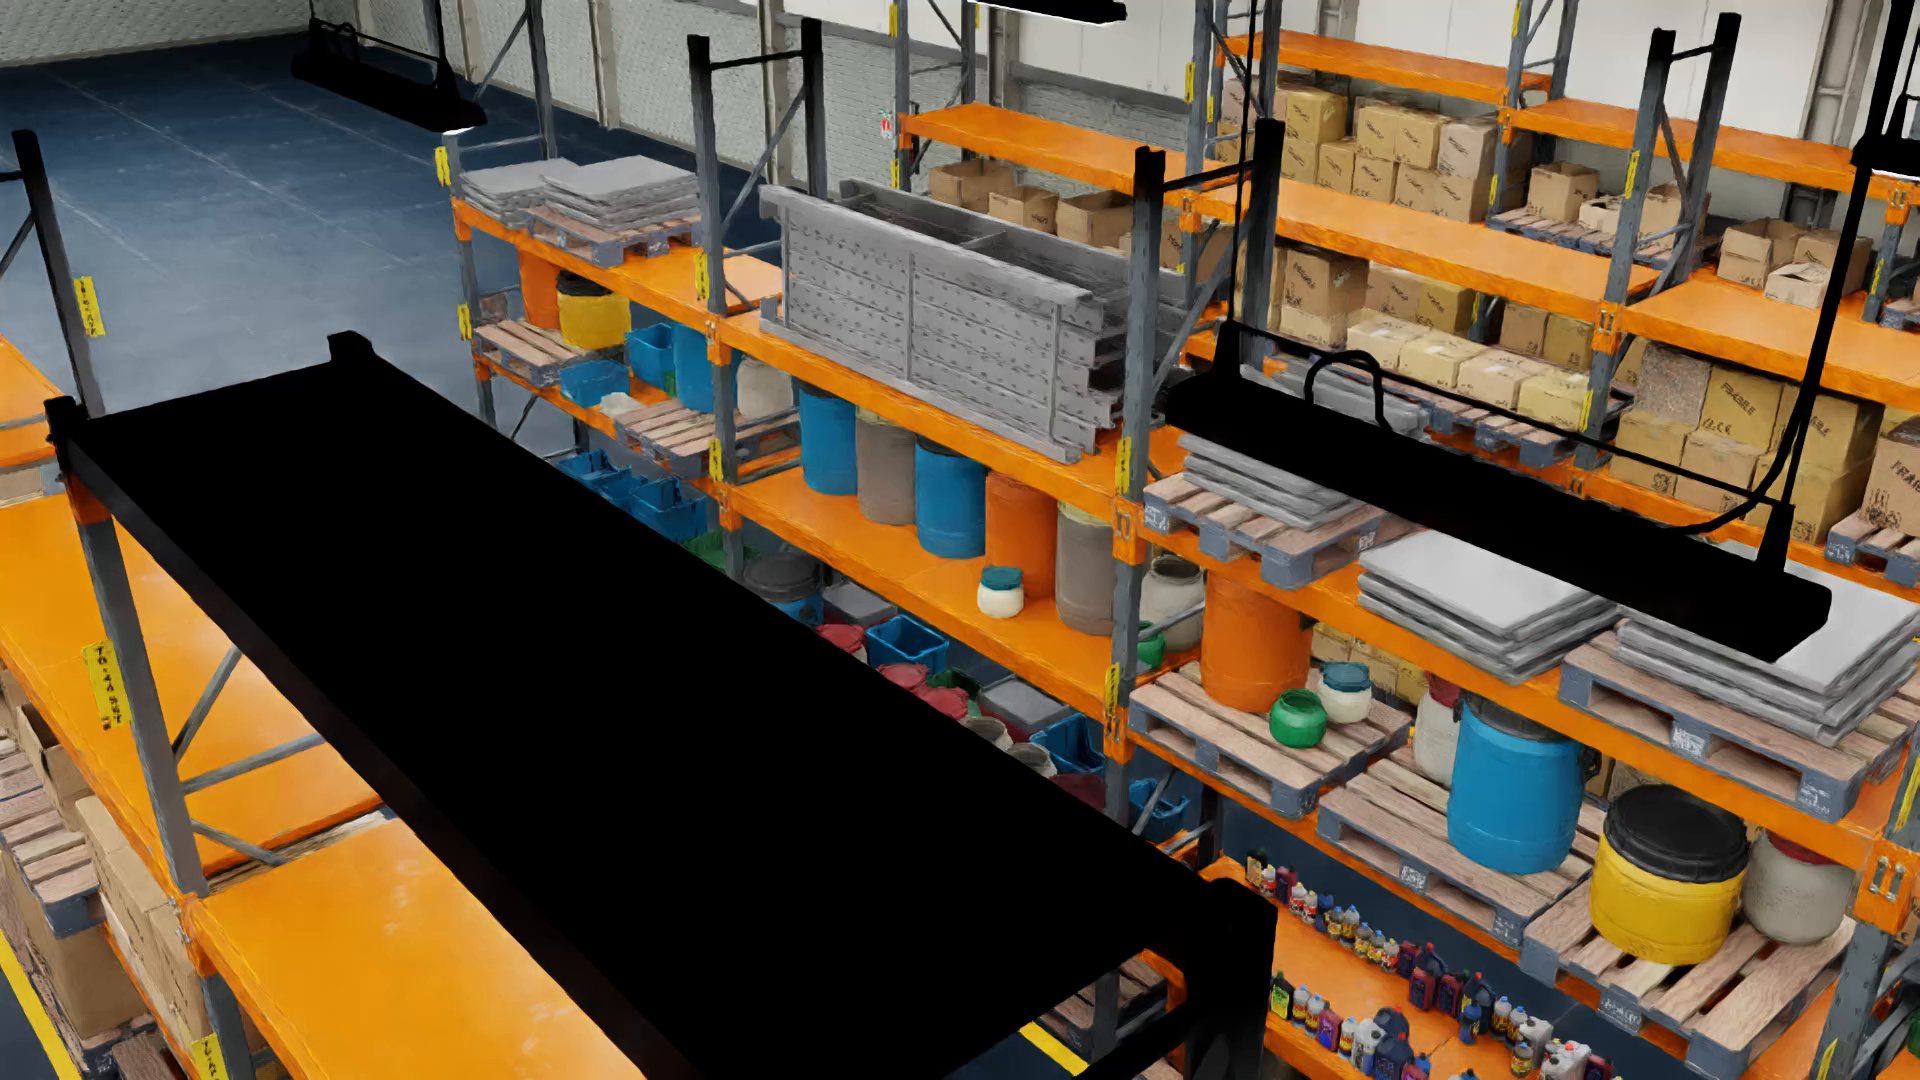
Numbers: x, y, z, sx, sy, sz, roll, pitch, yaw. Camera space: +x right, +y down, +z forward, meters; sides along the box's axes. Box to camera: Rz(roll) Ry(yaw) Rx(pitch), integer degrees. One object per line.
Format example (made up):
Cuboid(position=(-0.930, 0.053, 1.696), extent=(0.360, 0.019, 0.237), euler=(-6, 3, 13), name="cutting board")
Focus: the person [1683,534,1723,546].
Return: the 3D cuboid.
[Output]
Cuboid(position=(7.221, -0.221, 16.045), extent=(0.553, 1.663, 0.959), euler=(-20, 33, -34), name="person")
